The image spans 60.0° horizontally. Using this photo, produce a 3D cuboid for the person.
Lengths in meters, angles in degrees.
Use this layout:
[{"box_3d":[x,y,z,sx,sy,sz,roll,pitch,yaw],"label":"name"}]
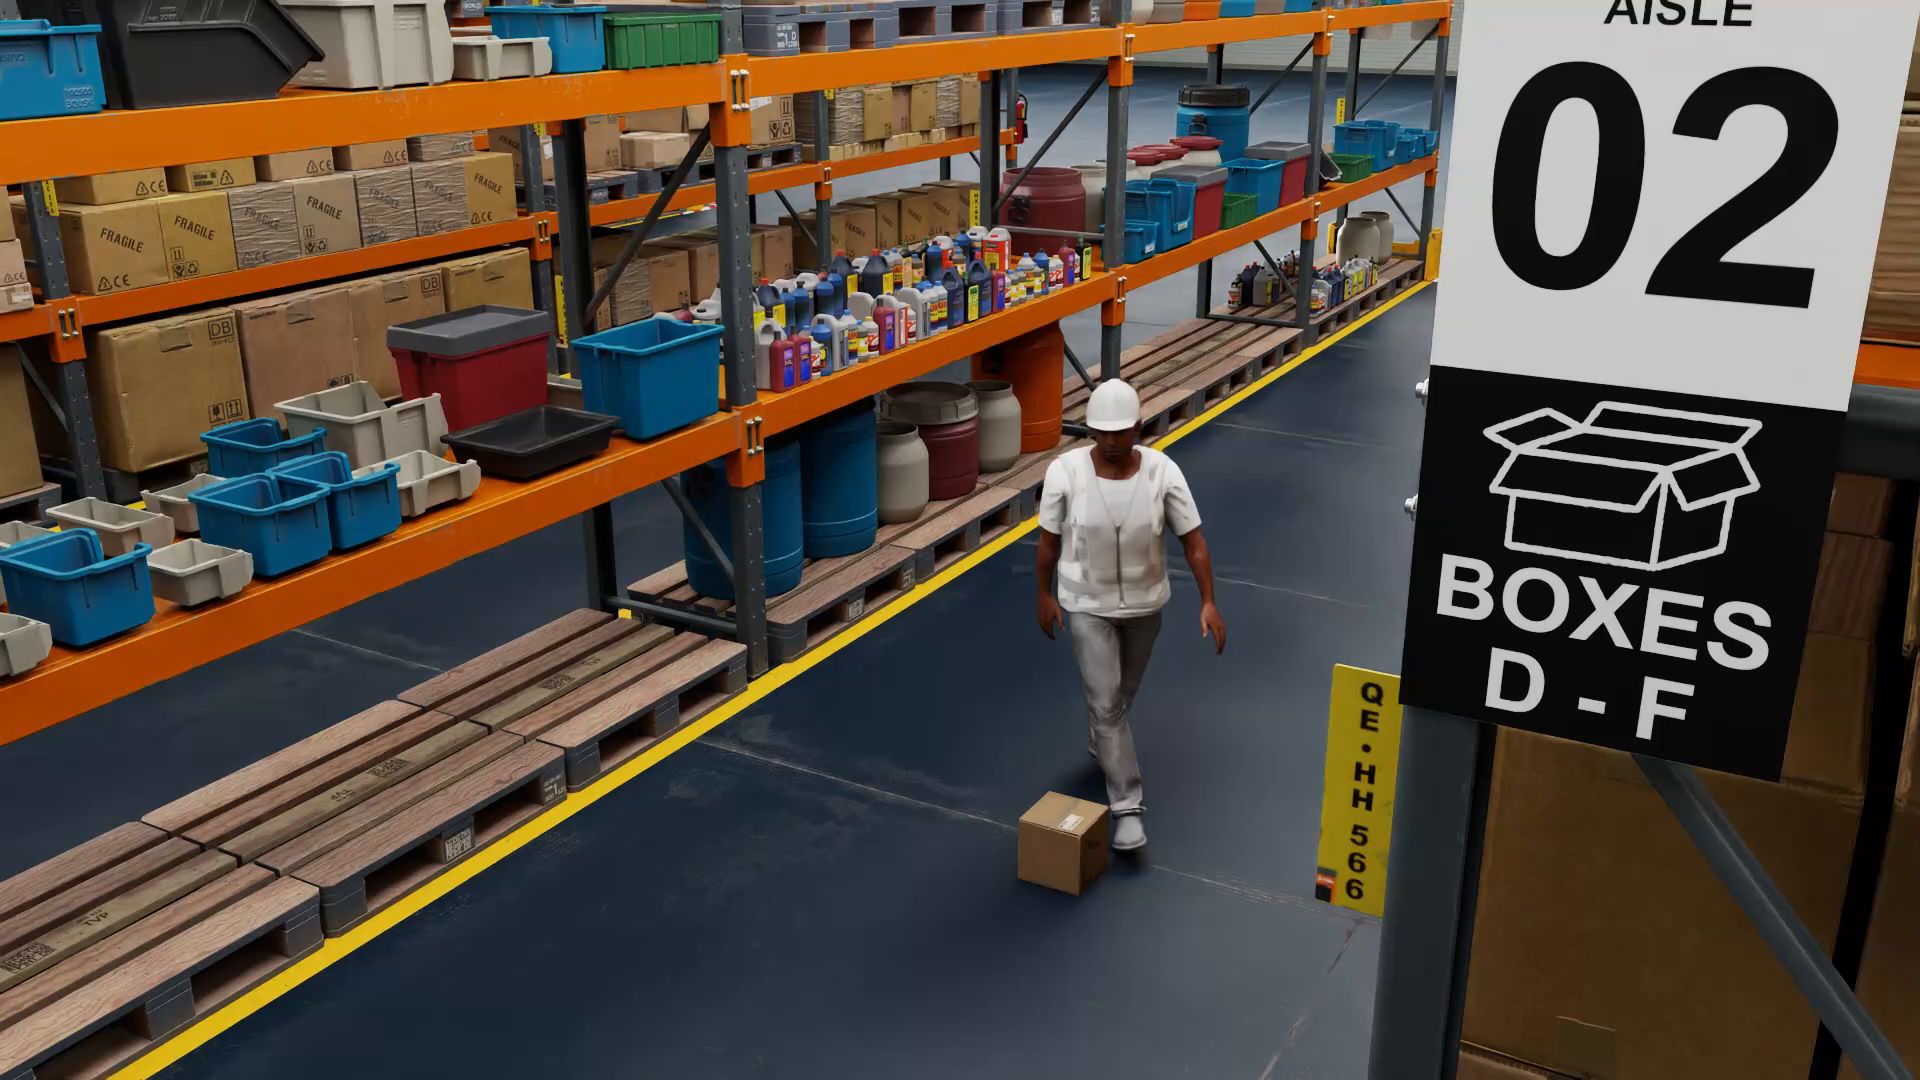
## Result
[{"box_3d":[0.650,0.248,6.325,0.666,1.742,0.908,-3,20,-8],"label":"person"}]
